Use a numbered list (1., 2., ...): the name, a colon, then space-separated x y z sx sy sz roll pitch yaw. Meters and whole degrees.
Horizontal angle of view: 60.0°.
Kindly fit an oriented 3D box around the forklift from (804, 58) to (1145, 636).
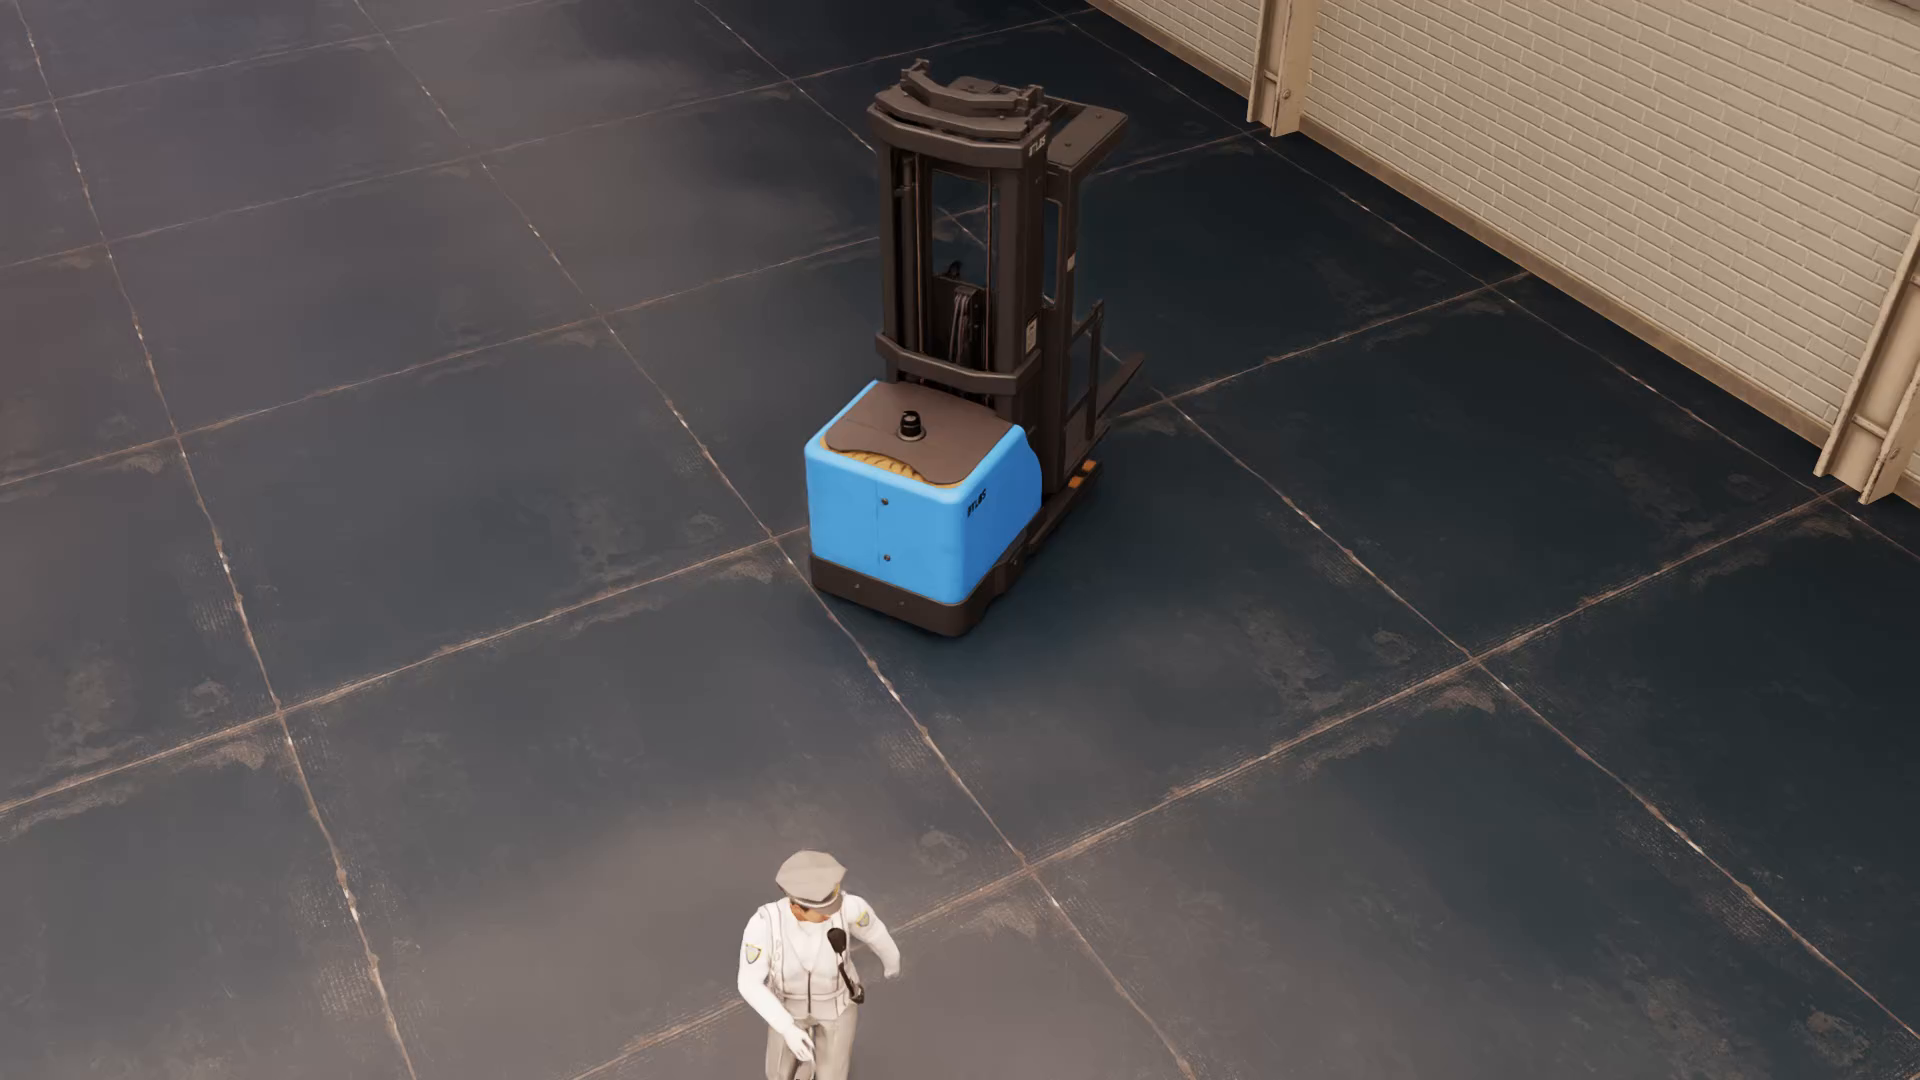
1. forklift: 0.262 -1.501 9.846 1.130 2.935 3.031 19 43 22

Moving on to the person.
1. person: -0.570 1.898 6.795 0.605 1.606 0.613 3 40 4
